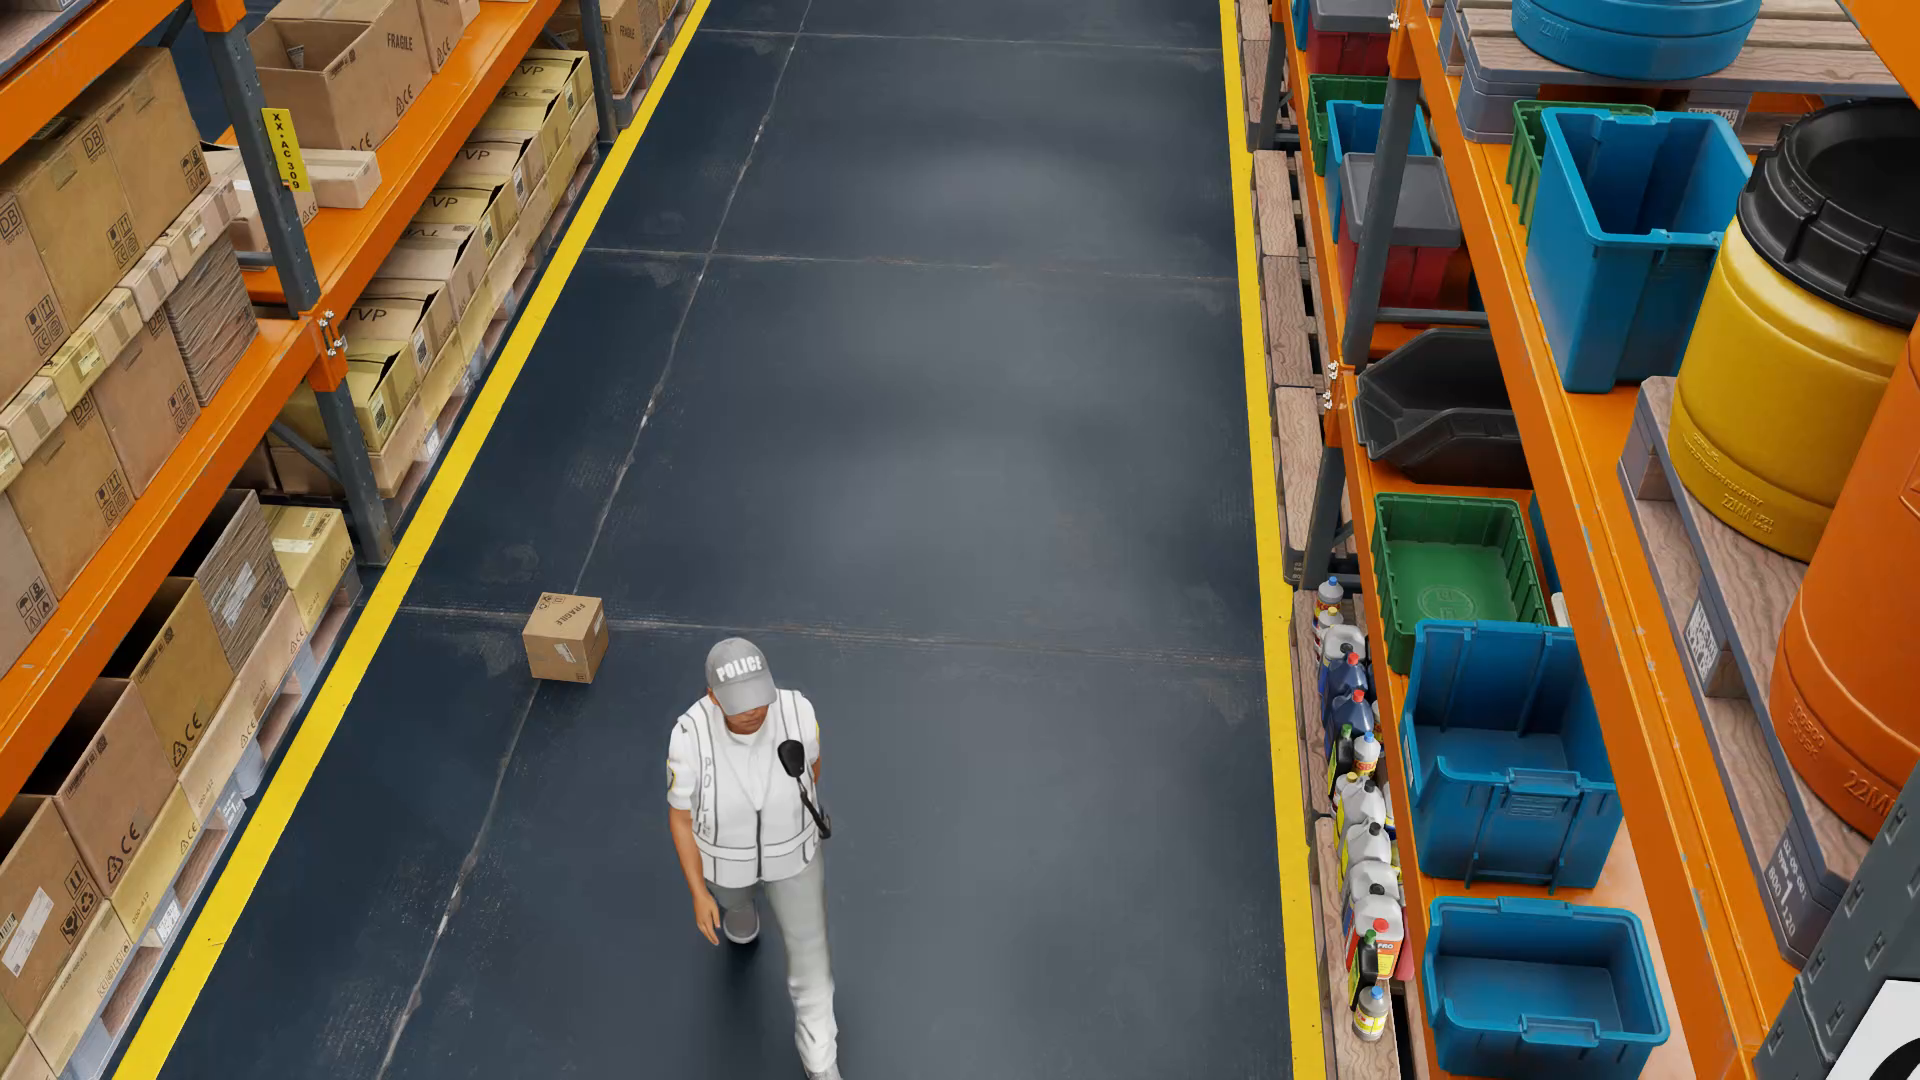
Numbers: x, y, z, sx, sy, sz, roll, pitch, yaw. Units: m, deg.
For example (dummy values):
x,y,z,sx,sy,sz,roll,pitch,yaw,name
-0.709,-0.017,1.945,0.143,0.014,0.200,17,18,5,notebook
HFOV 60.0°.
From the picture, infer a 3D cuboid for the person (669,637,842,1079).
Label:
x,y,z,sx,sy,sz,roll,pitch,yaw,name
-0.627,0.937,5.054,0.469,1.606,1.019,-7,41,-9,person
